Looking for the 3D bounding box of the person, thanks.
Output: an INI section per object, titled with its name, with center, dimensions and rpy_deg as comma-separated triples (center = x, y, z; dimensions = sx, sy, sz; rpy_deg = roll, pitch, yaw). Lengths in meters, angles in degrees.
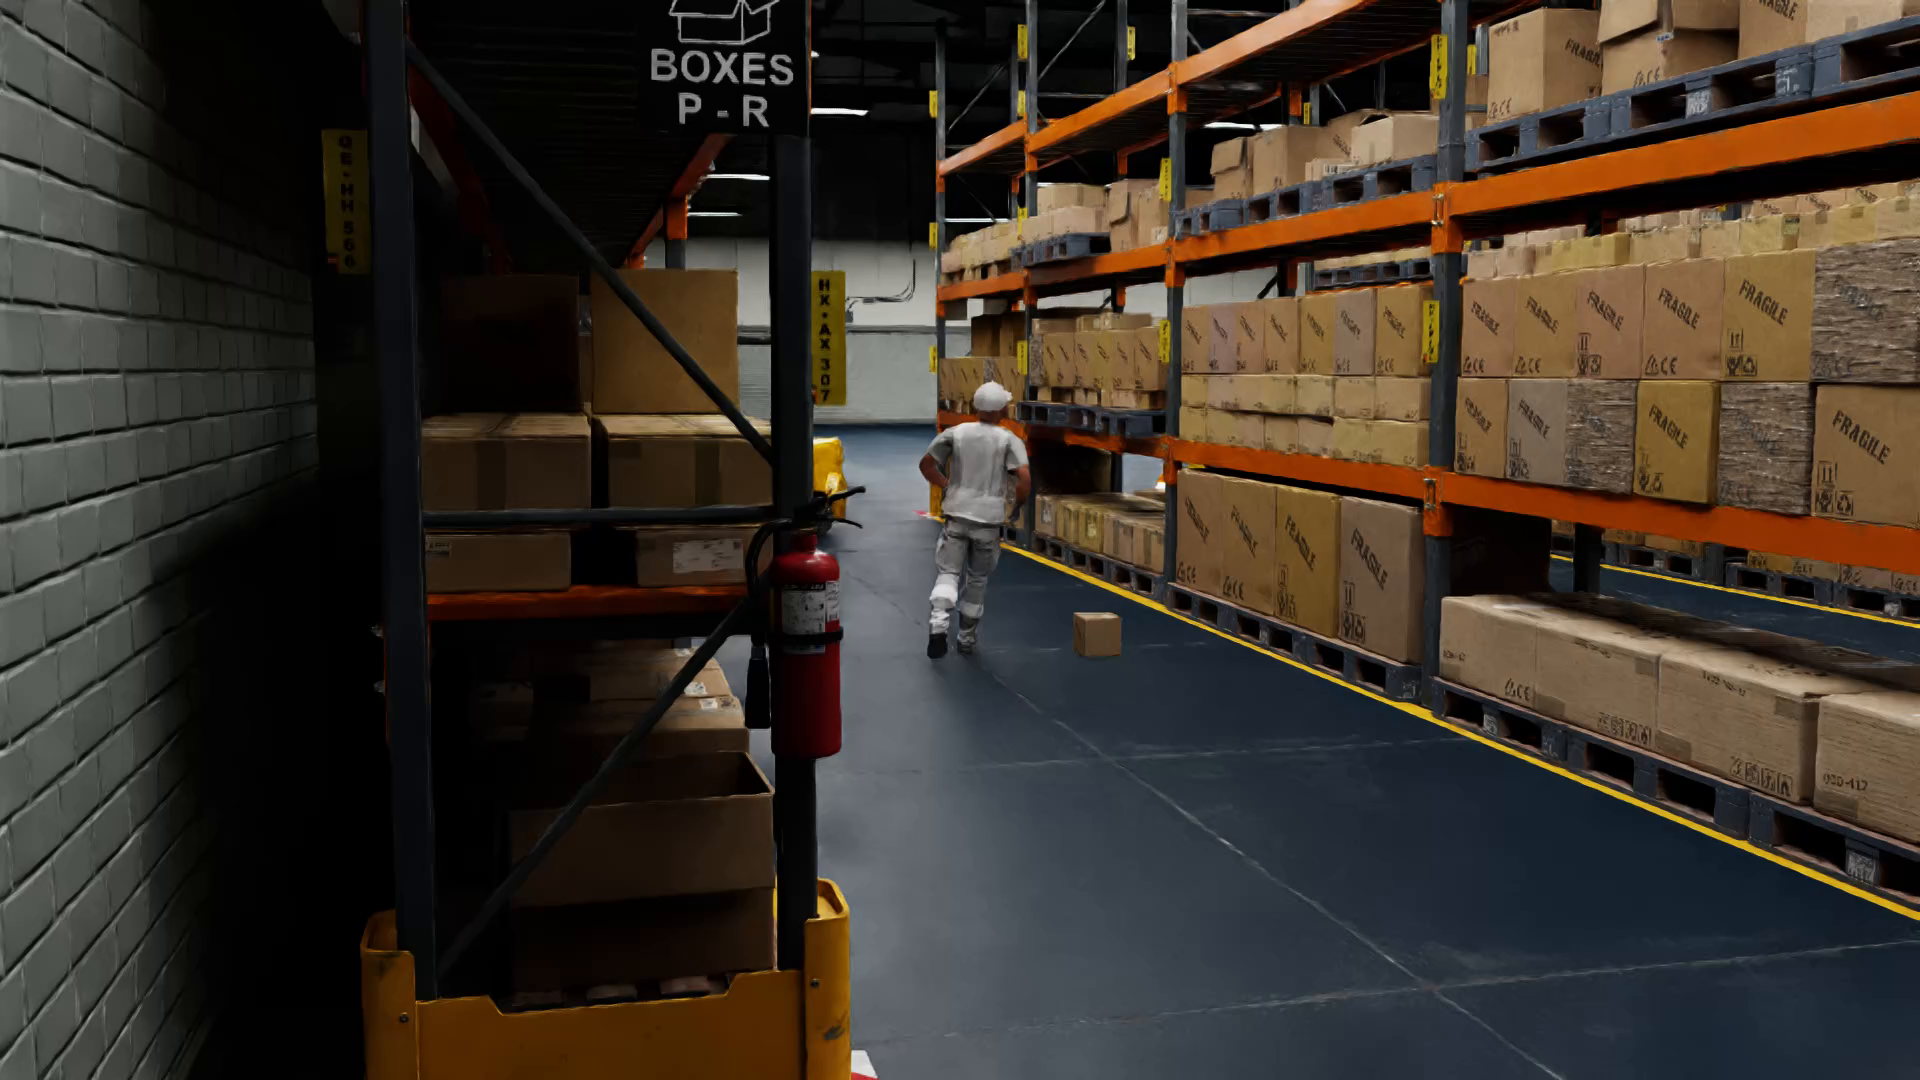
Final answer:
[person]
center = 0.115, -0.124, 10.514
dimensions = 0.718, 1.756, 0.889
rpy_deg = 1, 6, 8
